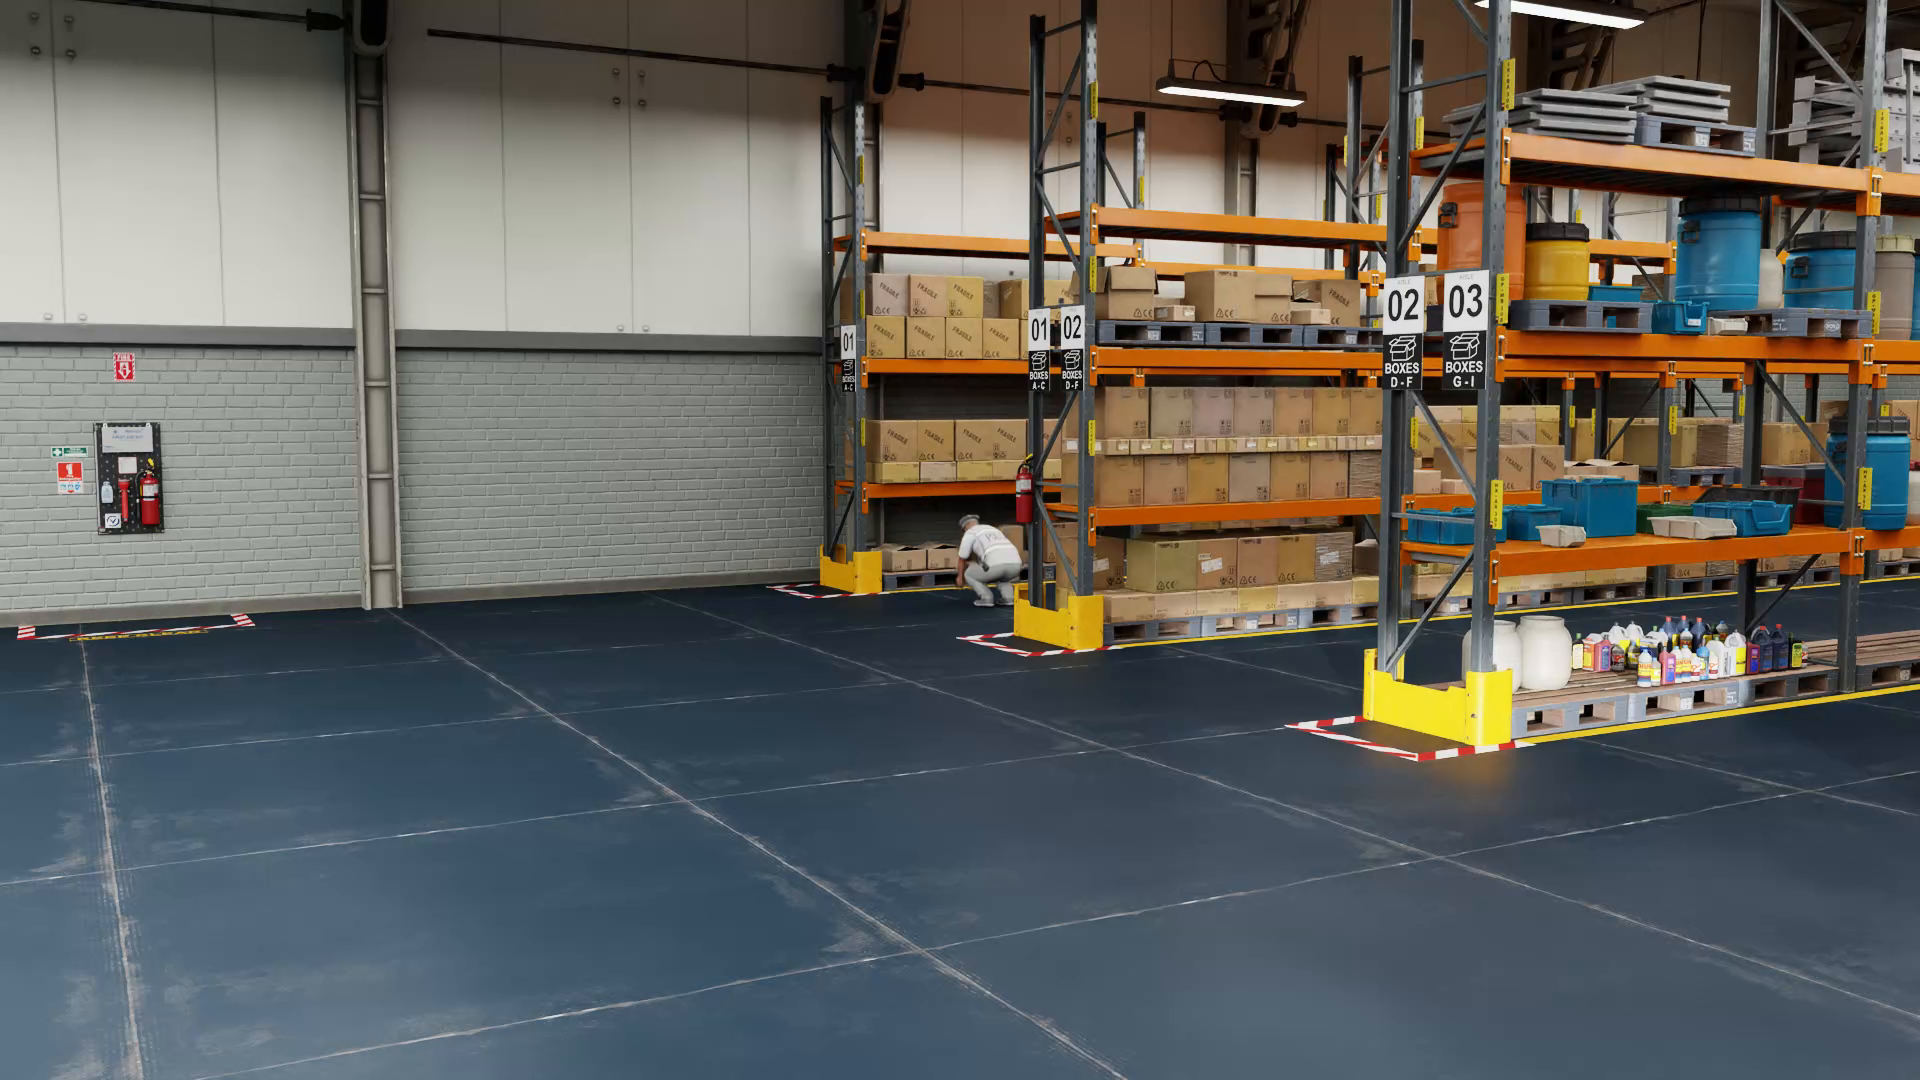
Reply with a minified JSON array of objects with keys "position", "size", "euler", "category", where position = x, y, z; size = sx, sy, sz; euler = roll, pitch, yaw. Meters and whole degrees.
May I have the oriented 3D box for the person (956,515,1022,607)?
[{"position":[0.311,0.236,18.845],"size":[0.570,1.006,0.914],"euler":[-3,6,-29],"category":"person"}]
